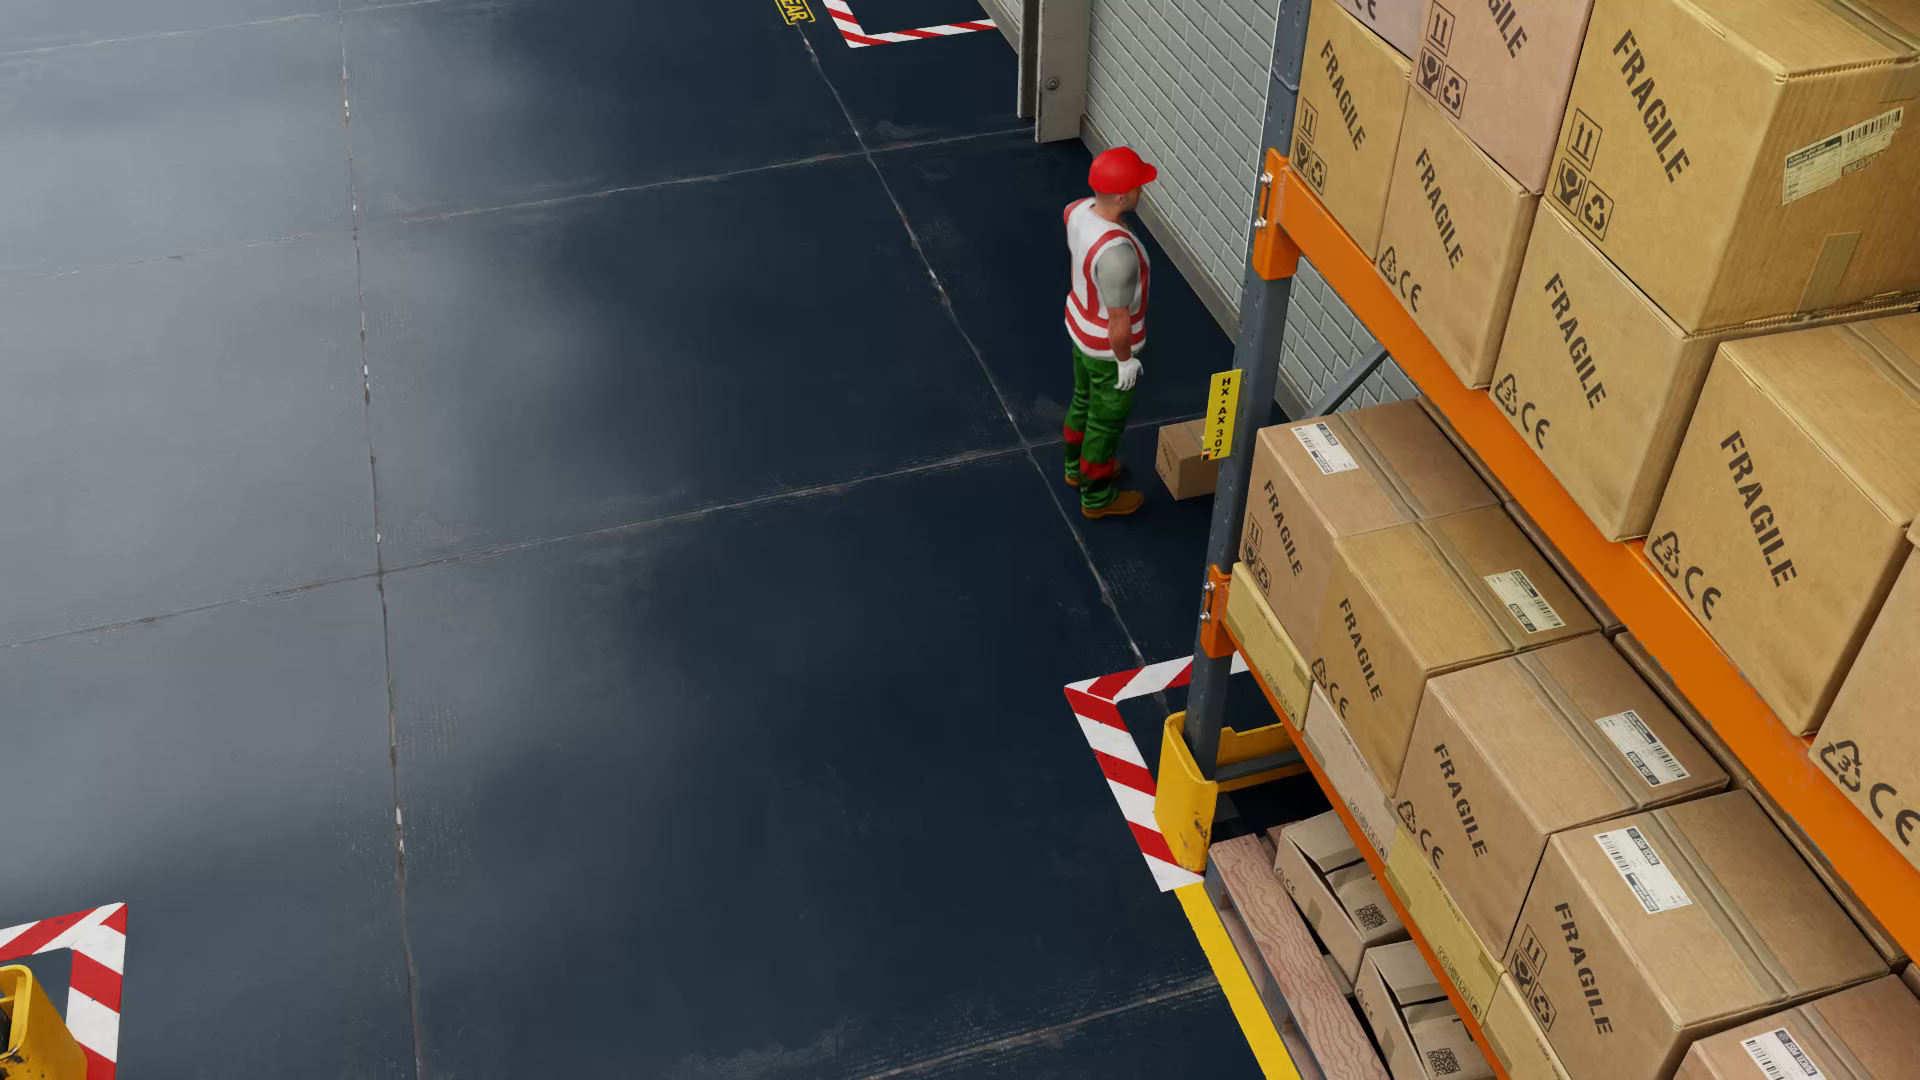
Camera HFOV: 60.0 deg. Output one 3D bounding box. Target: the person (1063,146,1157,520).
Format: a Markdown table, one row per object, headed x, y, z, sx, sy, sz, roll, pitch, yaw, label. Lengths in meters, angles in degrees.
| x | y | z | sx | sy | sz | roll | pitch | yaw | label |
| --- | --- | --- | --- | --- | --- | --- | --- | --- | --- |
| 0.641 | -0.865 | 7.106 | 0.375 | 1.799 | 0.533 | -10 | 43 | -11 | person |
